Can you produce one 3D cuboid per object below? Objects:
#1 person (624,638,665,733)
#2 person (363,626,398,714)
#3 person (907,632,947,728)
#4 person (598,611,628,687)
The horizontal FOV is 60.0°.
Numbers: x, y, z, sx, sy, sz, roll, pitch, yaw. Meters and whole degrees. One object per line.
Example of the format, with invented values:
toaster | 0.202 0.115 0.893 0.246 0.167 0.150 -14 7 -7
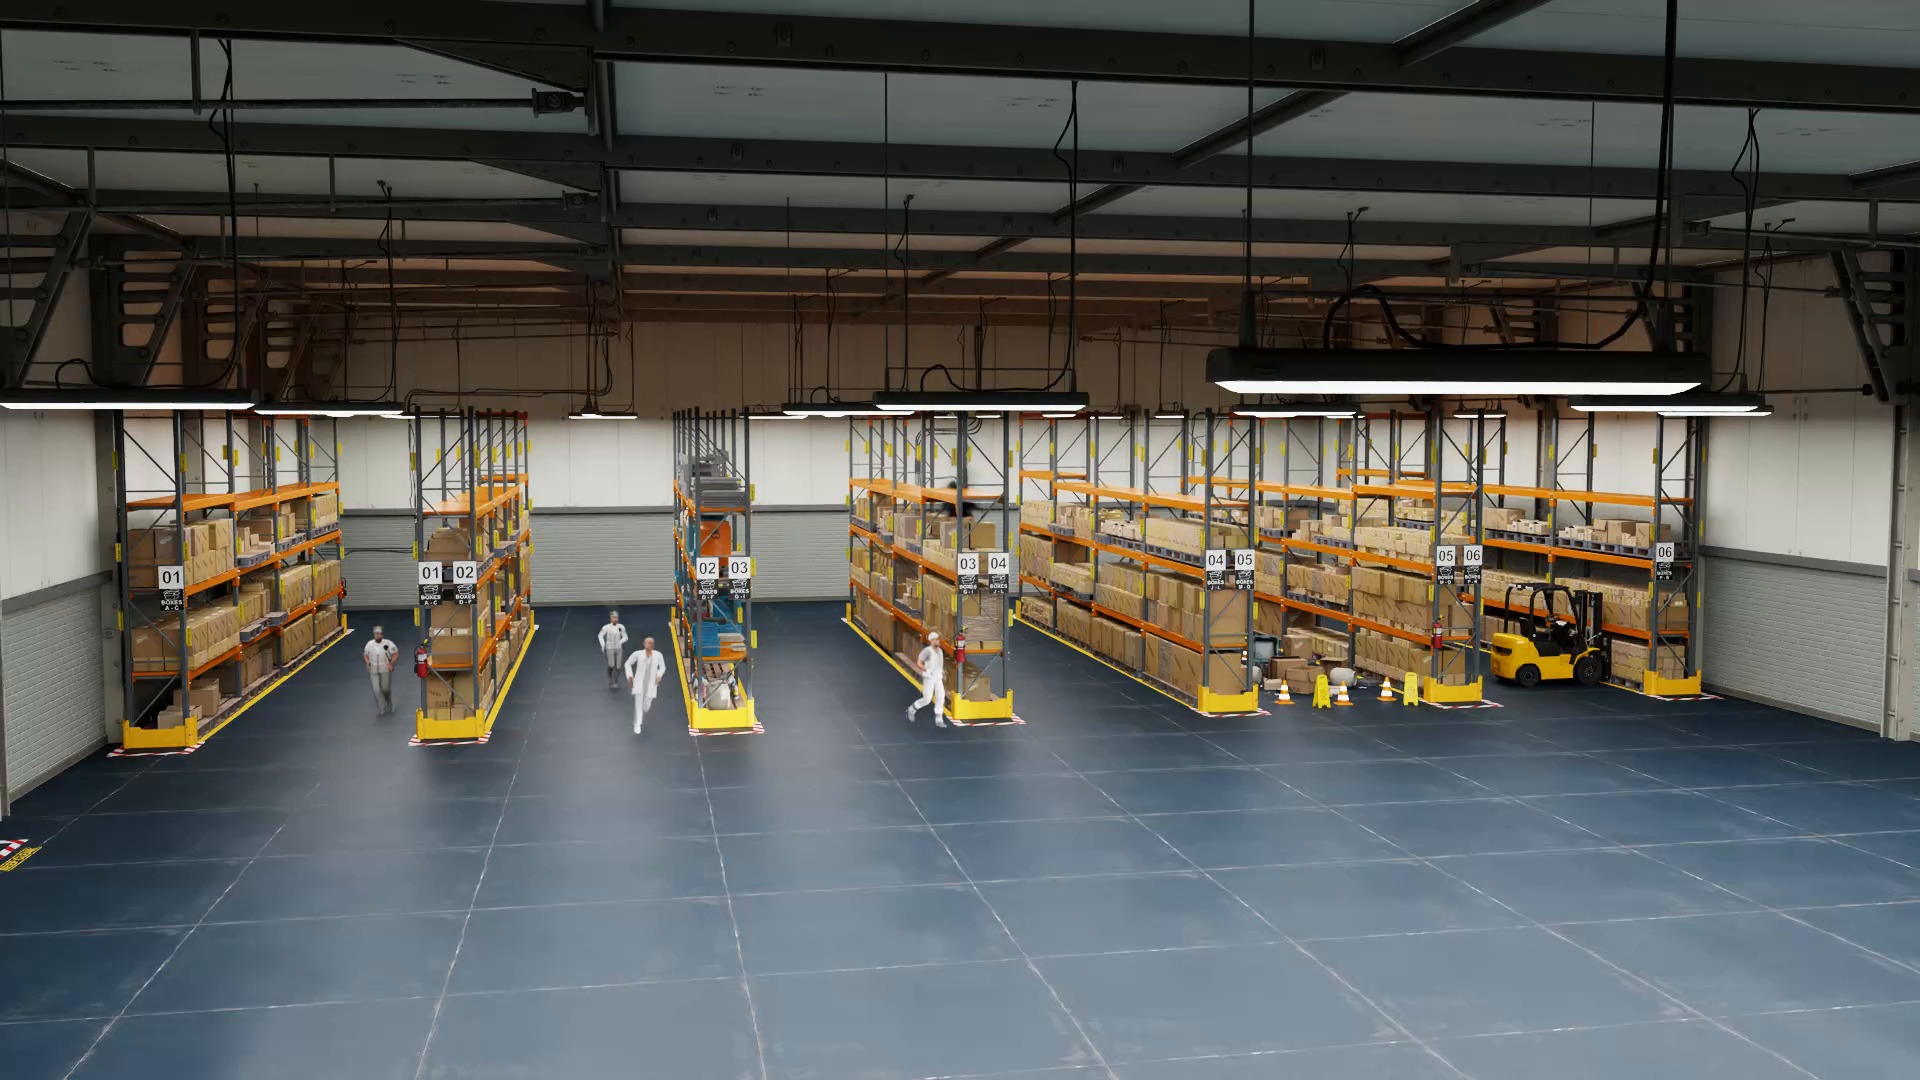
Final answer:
person | -5.861 2.680 30.967 0.754 1.744 0.755 -1 4 -20
person | -11.309 2.542 32.417 0.638 1.737 0.586 -1 4 -9
person | -0.510 2.616 31.305 0.939 1.763 0.725 3 5 39
person | -7.418 2.355 35.666 0.586 1.651 0.562 -2 4 -21
